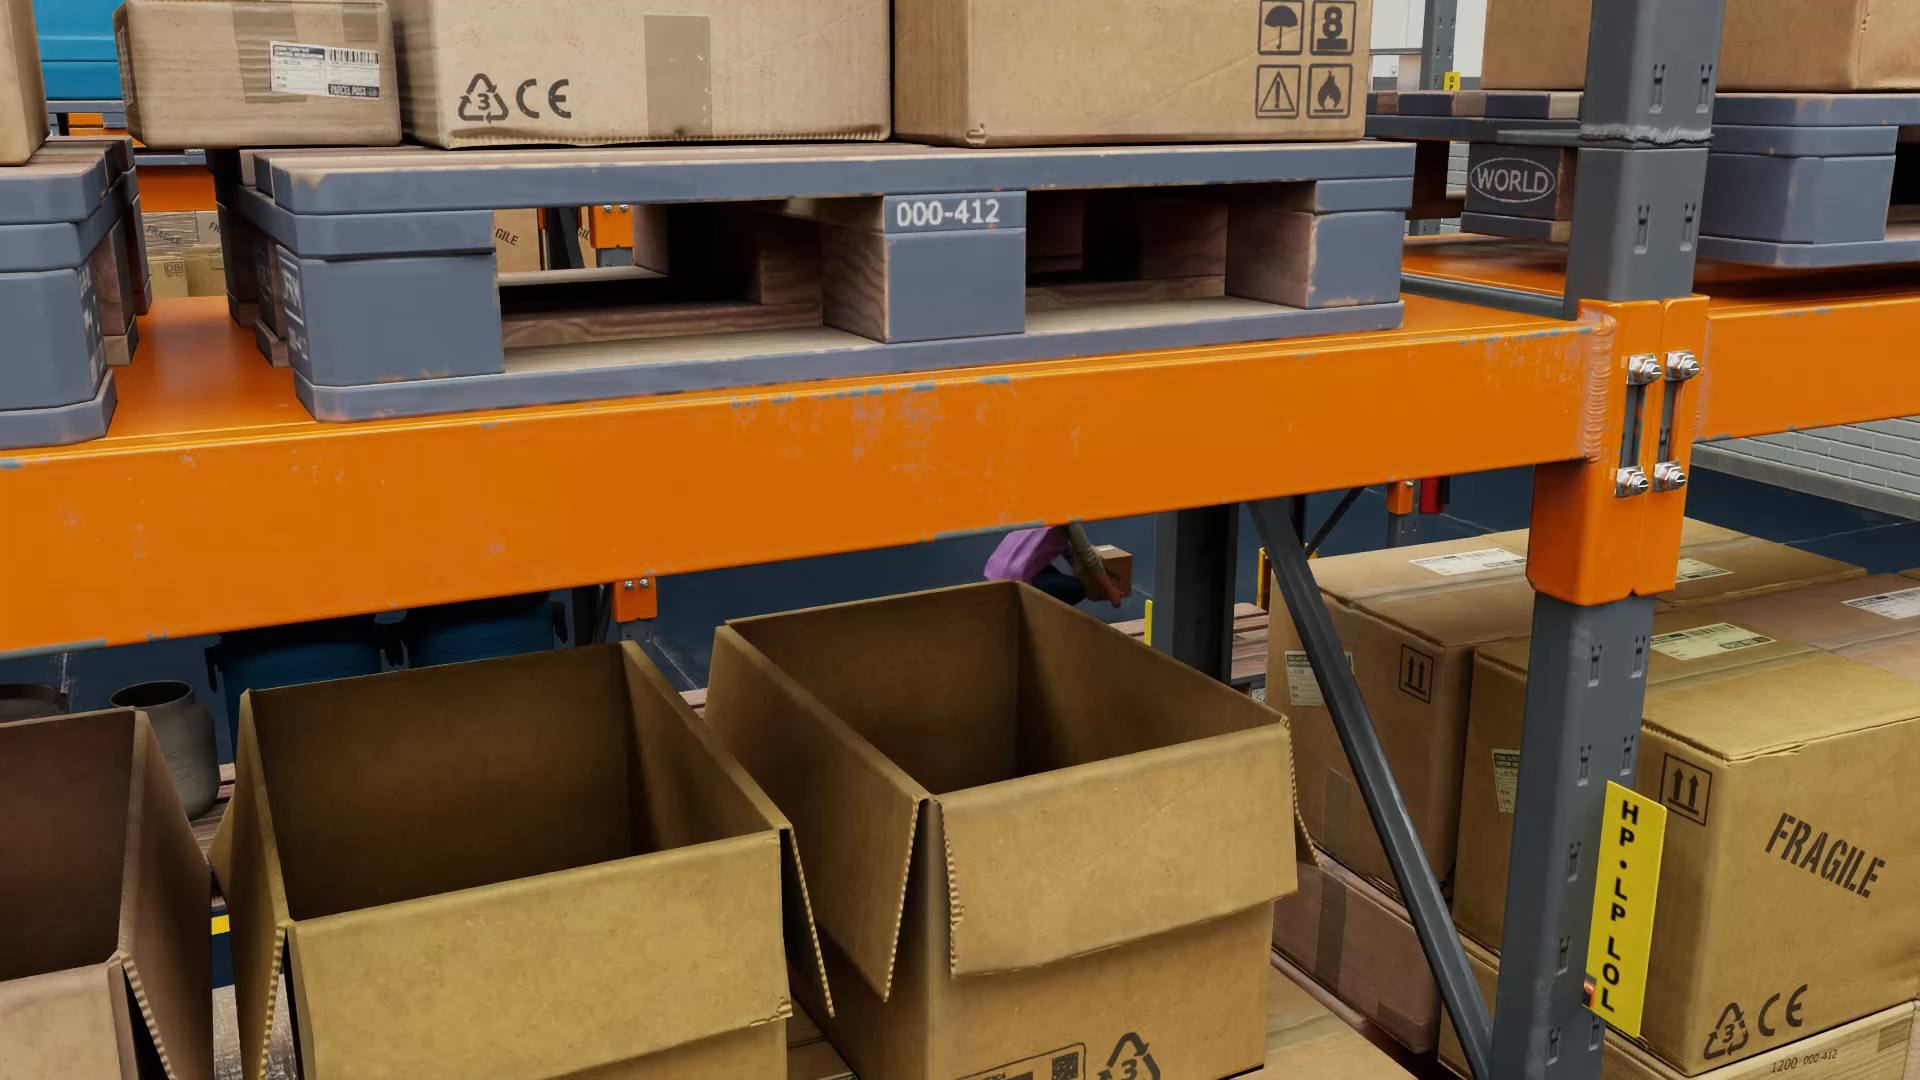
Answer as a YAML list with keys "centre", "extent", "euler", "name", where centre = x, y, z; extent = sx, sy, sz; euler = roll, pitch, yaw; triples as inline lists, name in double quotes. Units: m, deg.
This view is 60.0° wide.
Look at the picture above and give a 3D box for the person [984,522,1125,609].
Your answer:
- centre: [0.519, 0.121, 9.453]
  extent: [0.828, 0.889, 0.430]
  euler: [-8, 17, -26]
  name: "person"
